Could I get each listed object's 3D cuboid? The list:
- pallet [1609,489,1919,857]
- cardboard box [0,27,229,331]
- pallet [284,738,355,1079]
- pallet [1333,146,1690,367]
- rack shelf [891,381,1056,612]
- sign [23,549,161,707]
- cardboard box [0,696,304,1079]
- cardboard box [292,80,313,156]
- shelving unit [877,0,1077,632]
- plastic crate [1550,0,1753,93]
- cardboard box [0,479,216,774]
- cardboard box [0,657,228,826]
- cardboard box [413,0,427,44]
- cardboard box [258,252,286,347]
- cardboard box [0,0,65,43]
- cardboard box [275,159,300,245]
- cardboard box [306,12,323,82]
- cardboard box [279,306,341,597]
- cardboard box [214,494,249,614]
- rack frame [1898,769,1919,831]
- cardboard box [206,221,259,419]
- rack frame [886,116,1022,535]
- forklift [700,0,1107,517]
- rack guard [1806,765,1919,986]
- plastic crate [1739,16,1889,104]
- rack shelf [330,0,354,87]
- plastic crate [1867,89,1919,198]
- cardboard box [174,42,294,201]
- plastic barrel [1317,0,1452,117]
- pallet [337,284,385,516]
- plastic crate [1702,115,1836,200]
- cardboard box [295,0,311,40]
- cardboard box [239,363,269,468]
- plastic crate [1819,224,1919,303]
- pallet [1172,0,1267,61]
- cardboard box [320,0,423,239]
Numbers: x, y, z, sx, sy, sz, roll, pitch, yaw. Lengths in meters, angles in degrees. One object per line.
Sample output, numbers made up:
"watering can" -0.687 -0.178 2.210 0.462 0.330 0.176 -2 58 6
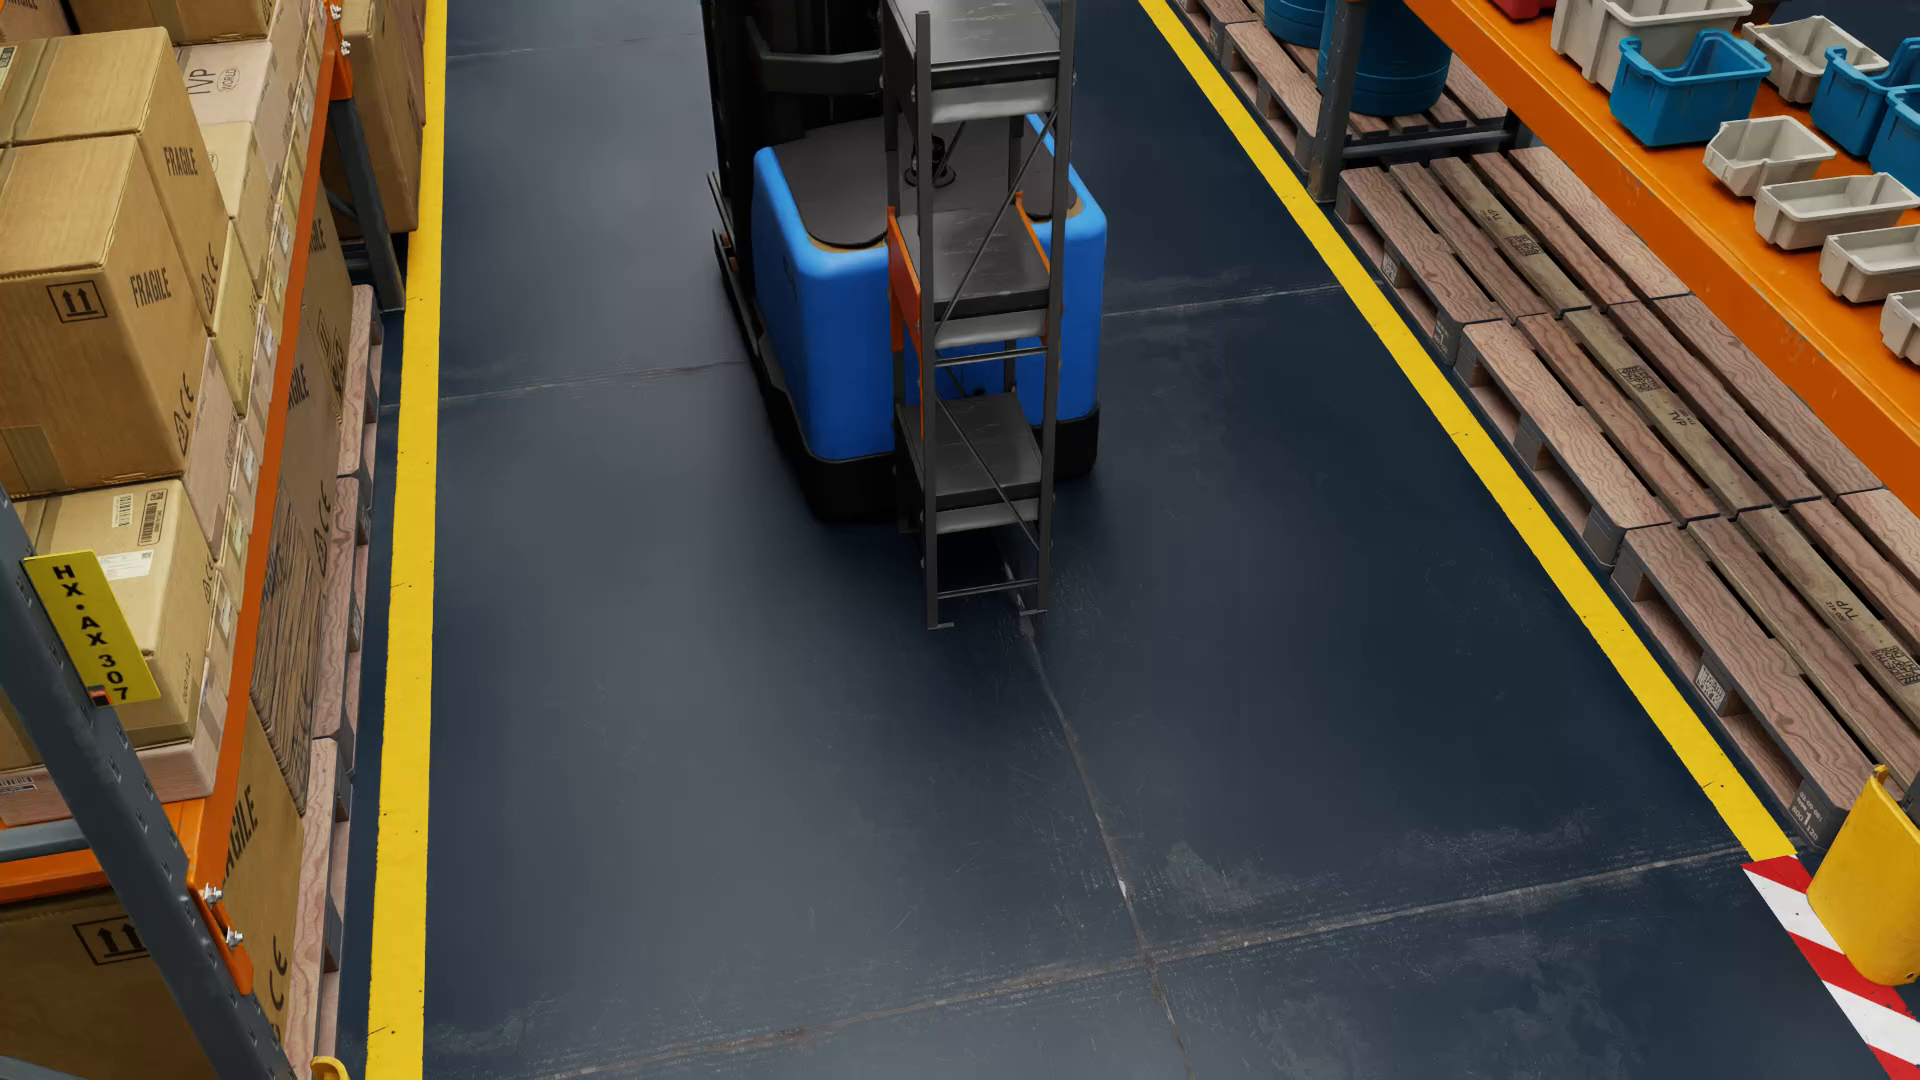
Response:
"pallet" 2.791 0.366 5.179 1.003 0.211 1.213 -8 42 -9
"cardboard box" -1.971 -0.772 3.684 0.500 0.500 0.500 -9 42 -10
"pallet" -2.154 1.108 4.342 1.003 0.211 1.213 -8 42 -9
"pallet" 2.265 -1.216 6.961 1.003 0.211 1.213 -8 42 -9
"rack shelf" 0.036 -0.144 5.406 0.431 0.518 0.480 -8 42 -9
"sign" -1.362 0.144 2.617 0.100 0.325 0.005 -8 42 -9
"cardboard box" -2.121 0.807 3.866 0.875 0.875 0.875 -8 42 -9
"cardboard box" -2.216 -1.276 5.117 0.380 0.149 0.250 -8 42 -8
"shelving unit" 0.036 -0.678 4.932 0.431 2.100 0.503 -8 42 -9
"plastic crate" 2.218 -1.692 5.441 0.437 0.282 0.530 -8 42 -9
"cardboard box" -1.745 0.168 3.191 0.500 0.250 0.500 -9 42 -10
"cardboard box" -1.659 0.389 3.241 0.380 0.149 0.250 -8 42 -9
"cardboard box" -3.318 -2.946 8.094 1.225 0.875 0.875 -8 42 -9
"cardboard box" -1.993 -0.608 4.364 0.380 0.149 0.250 -9 42 -10
"cardboard box" -2.699 -1.352 4.337 0.500 0.500 0.500 -10 42 -11
"cardboard box" -2.105 -0.943 4.742 0.380 0.149 0.250 -9 42 -10
"cardboard box" -2.327 -1.608 5.492 0.380 0.149 0.250 -8 42 -8
"cardboard box" -2.510 -0.360 5.180 0.875 0.875 0.875 -8 42 -9
"cardboard box" -1.772 0.057 3.615 0.380 0.149 0.250 -9 42 -10
"rack frame" 2.931 -0.137 3.645 1.000 3.000 0.127 -8 42 -9
"cardboard box" -1.968 -0.495 3.937 0.500 0.250 0.500 -10 43 -11
"rack frame" -0.017 -0.836 5.110 0.400 2.100 0.015 -8 42 -9
"forklift" -0.406 -2.168 5.984 1.130 2.935 3.031 -11 43 -12
"rack guard" 2.949 0.811 4.459 1.175 0.500 0.348 -8 42 -9
"plastic crate" 2.737 -1.568 5.410 0.293 0.136 0.466 -8 42 -9
"rack shelf" -3.200 -3.048 7.466 1.077 0.370 4.000 -8 42 -9
"plastic crate" 2.915 -1.158 4.876 0.416 0.233 0.300 -8 42 -9
"cardboard box" -2.192 -1.161 4.687 0.500 0.250 0.500 -8 42 -8
"plastic barrel" 1.967 -2.457 7.523 0.600 0.901 0.708 -8 42 -9
"pallet" -2.681 -0.473 6.124 1.003 0.211 1.213 -8 42 -9
"plastic crate" 2.364 -1.120 4.905 0.298 0.136 0.250 -8 42 -9
"cardboard box" -2.417 -1.827 5.437 0.500 0.250 0.500 -9 42 -10
"cardboard box" -1.883 -0.277 3.991 0.380 0.149 0.250 -9 42 -10
"plastic crate" 2.530 -0.754 4.493 0.396 0.136 0.243 -8 42 -9
"pallet" 1.675 -2.986 8.954 1.003 0.211 1.213 -8 42 -9
"cardboard box" -2.926 -1.795 6.796 1.225 0.875 0.875 -8 42 -9
